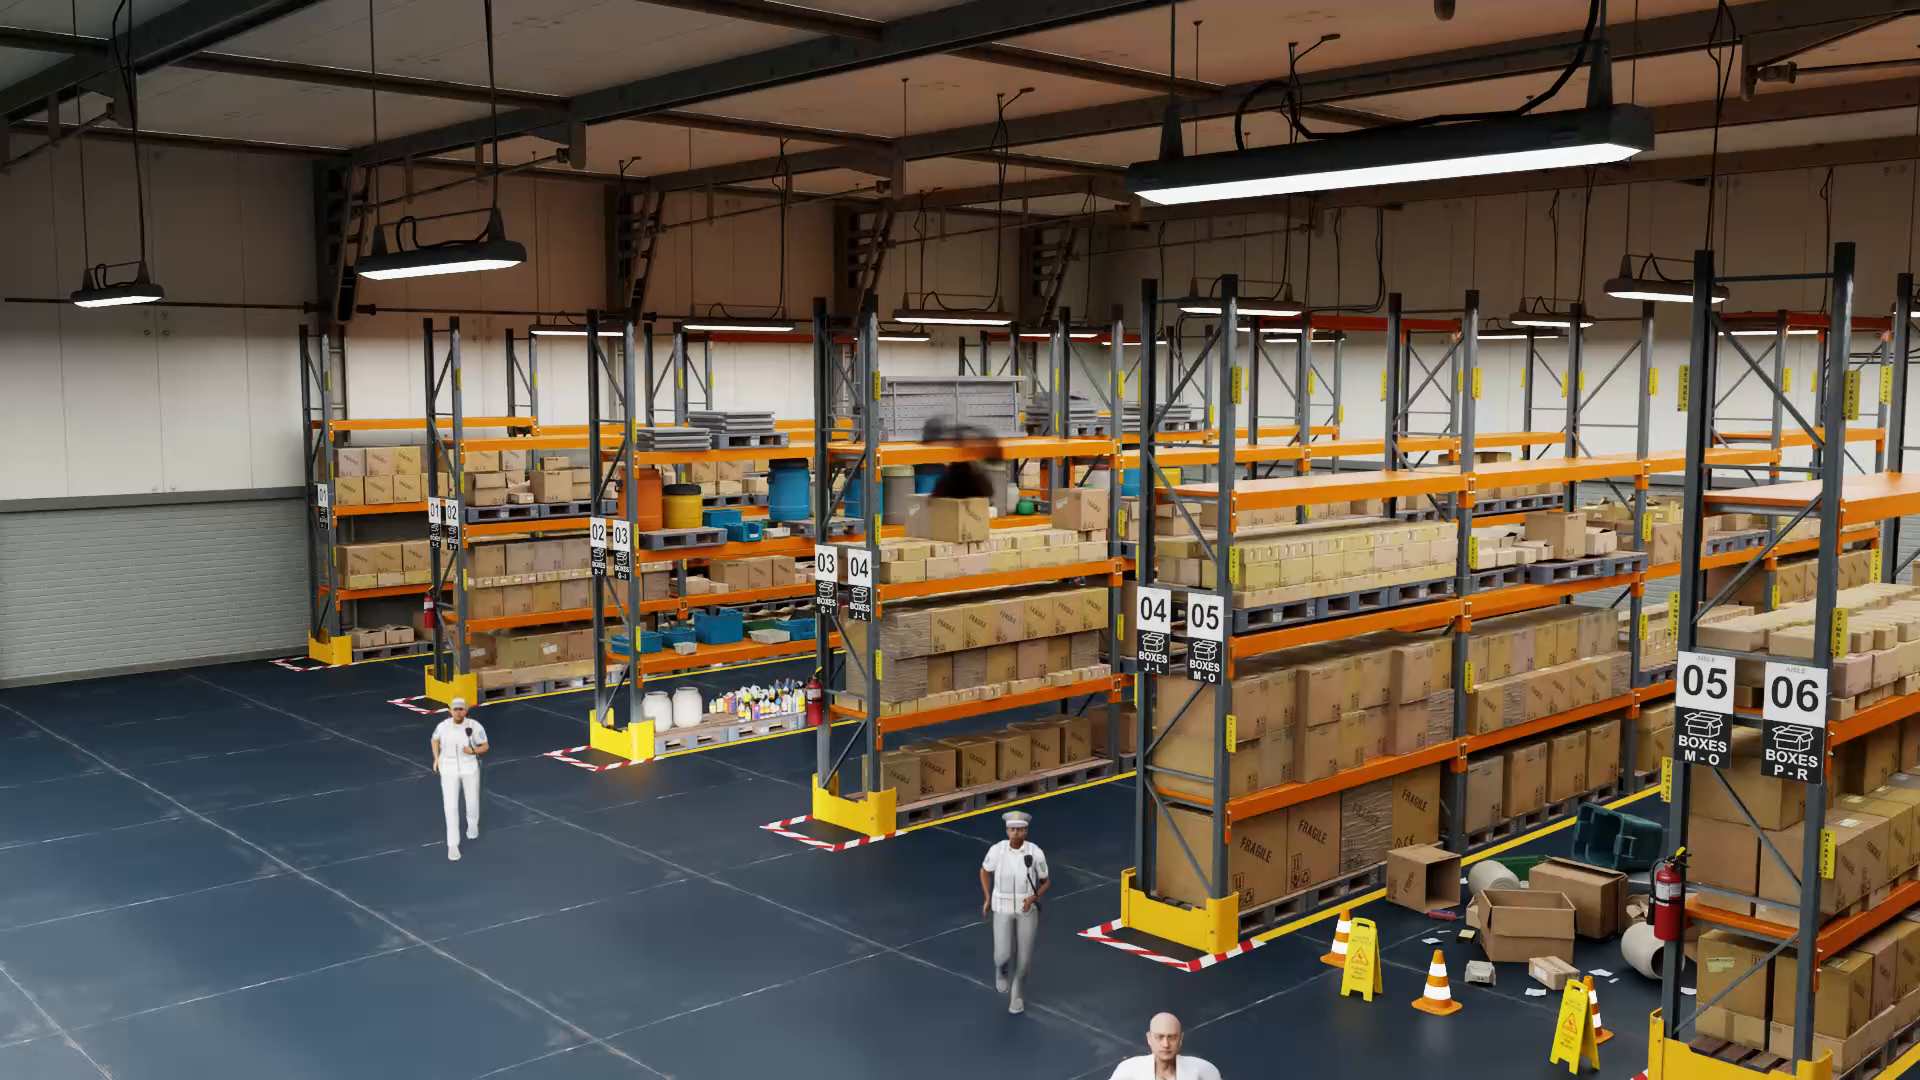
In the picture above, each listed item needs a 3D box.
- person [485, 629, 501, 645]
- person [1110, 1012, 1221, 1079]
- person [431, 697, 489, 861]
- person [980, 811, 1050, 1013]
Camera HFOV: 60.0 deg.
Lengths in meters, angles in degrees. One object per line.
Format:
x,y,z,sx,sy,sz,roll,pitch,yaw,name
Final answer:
-8.003,1.393,28.576,0.640,1.796,0.890,6,8,44,person
1.098,3.402,8.939,0.706,1.727,0.661,1,6,7,person
-5.380,2.513,17.913,0.603,1.659,0.921,-2,6,-15,person
0.439,3.001,13.409,0.574,1.655,0.547,0,6,3,person
